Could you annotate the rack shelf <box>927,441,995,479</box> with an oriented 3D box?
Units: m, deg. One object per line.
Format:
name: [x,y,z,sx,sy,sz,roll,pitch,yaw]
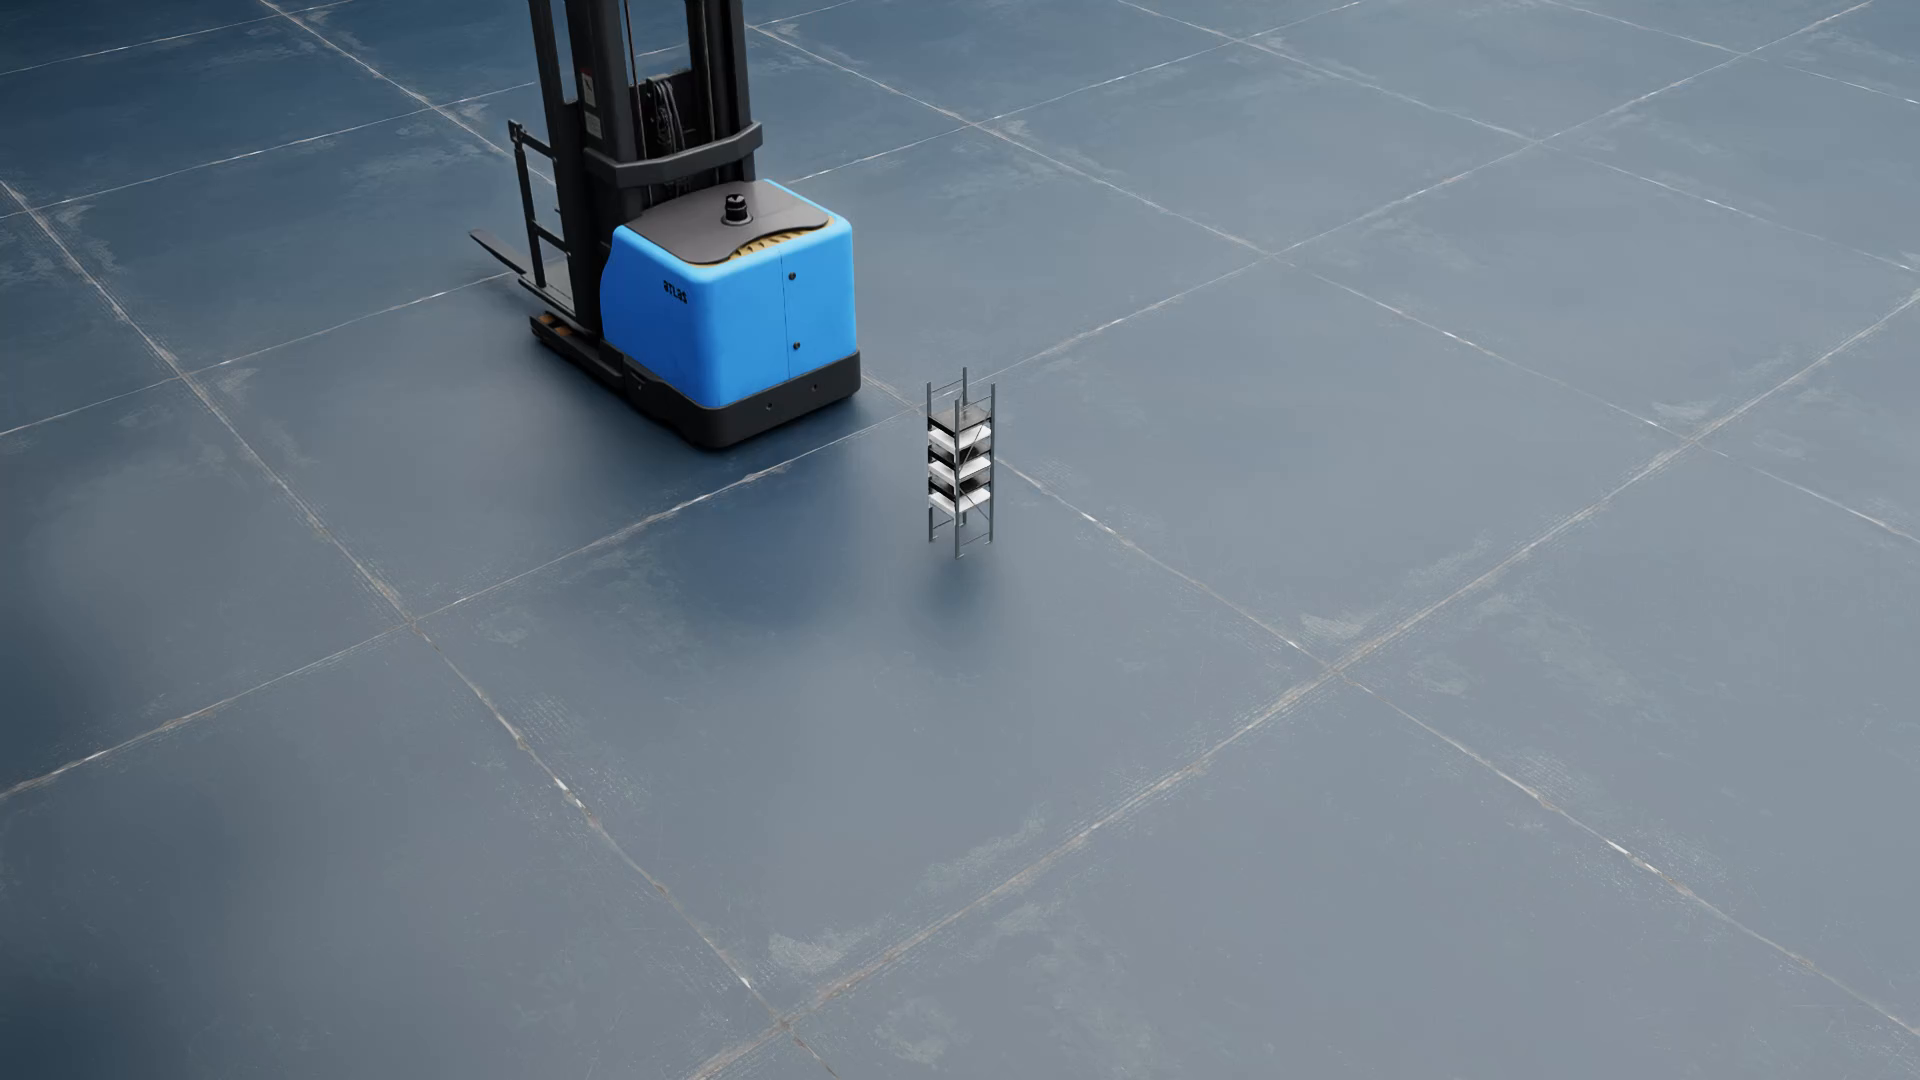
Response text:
rack shelf: [0.005,-0.410,7.952,0.258,0.077,0.200,-26,43,-32]

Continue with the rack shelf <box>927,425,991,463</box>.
rack shelf: [0.005,-0.483,7.900,0.258,0.077,0.200,-26,43,-32]

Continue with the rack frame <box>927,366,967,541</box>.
rack frame: [-0.060,-0.409,8.048,0.240,0.900,0.006,-26,43,-32]

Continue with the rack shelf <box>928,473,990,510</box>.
rack shelf: [0.005,-0.263,8.056,0.258,0.077,0.200,-26,43,-32]

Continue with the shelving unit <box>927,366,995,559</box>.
shelving unit: [0.005,-0.364,7.985,0.258,0.900,0.210,-26,43,-32]

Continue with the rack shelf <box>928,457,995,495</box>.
rack shelf: [0.005,-0.336,8.004,0.258,0.077,0.200,-26,43,-32]

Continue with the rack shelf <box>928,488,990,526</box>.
rack shelf: [0.005,-0.190,8.108,0.258,0.077,0.200,-26,43,-32]

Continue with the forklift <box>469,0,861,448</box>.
forklift: [-1.902,-2.459,9.186,1.130,2.935,3.031,-27,43,-32]

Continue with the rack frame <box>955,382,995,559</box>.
rack frame: [0.071,-0.319,7.921,0.240,0.900,0.006,-26,43,-32]

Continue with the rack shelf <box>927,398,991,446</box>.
rack shelf: [0.005,-0.557,7.848,0.258,0.077,0.200,-26,43,-32]
